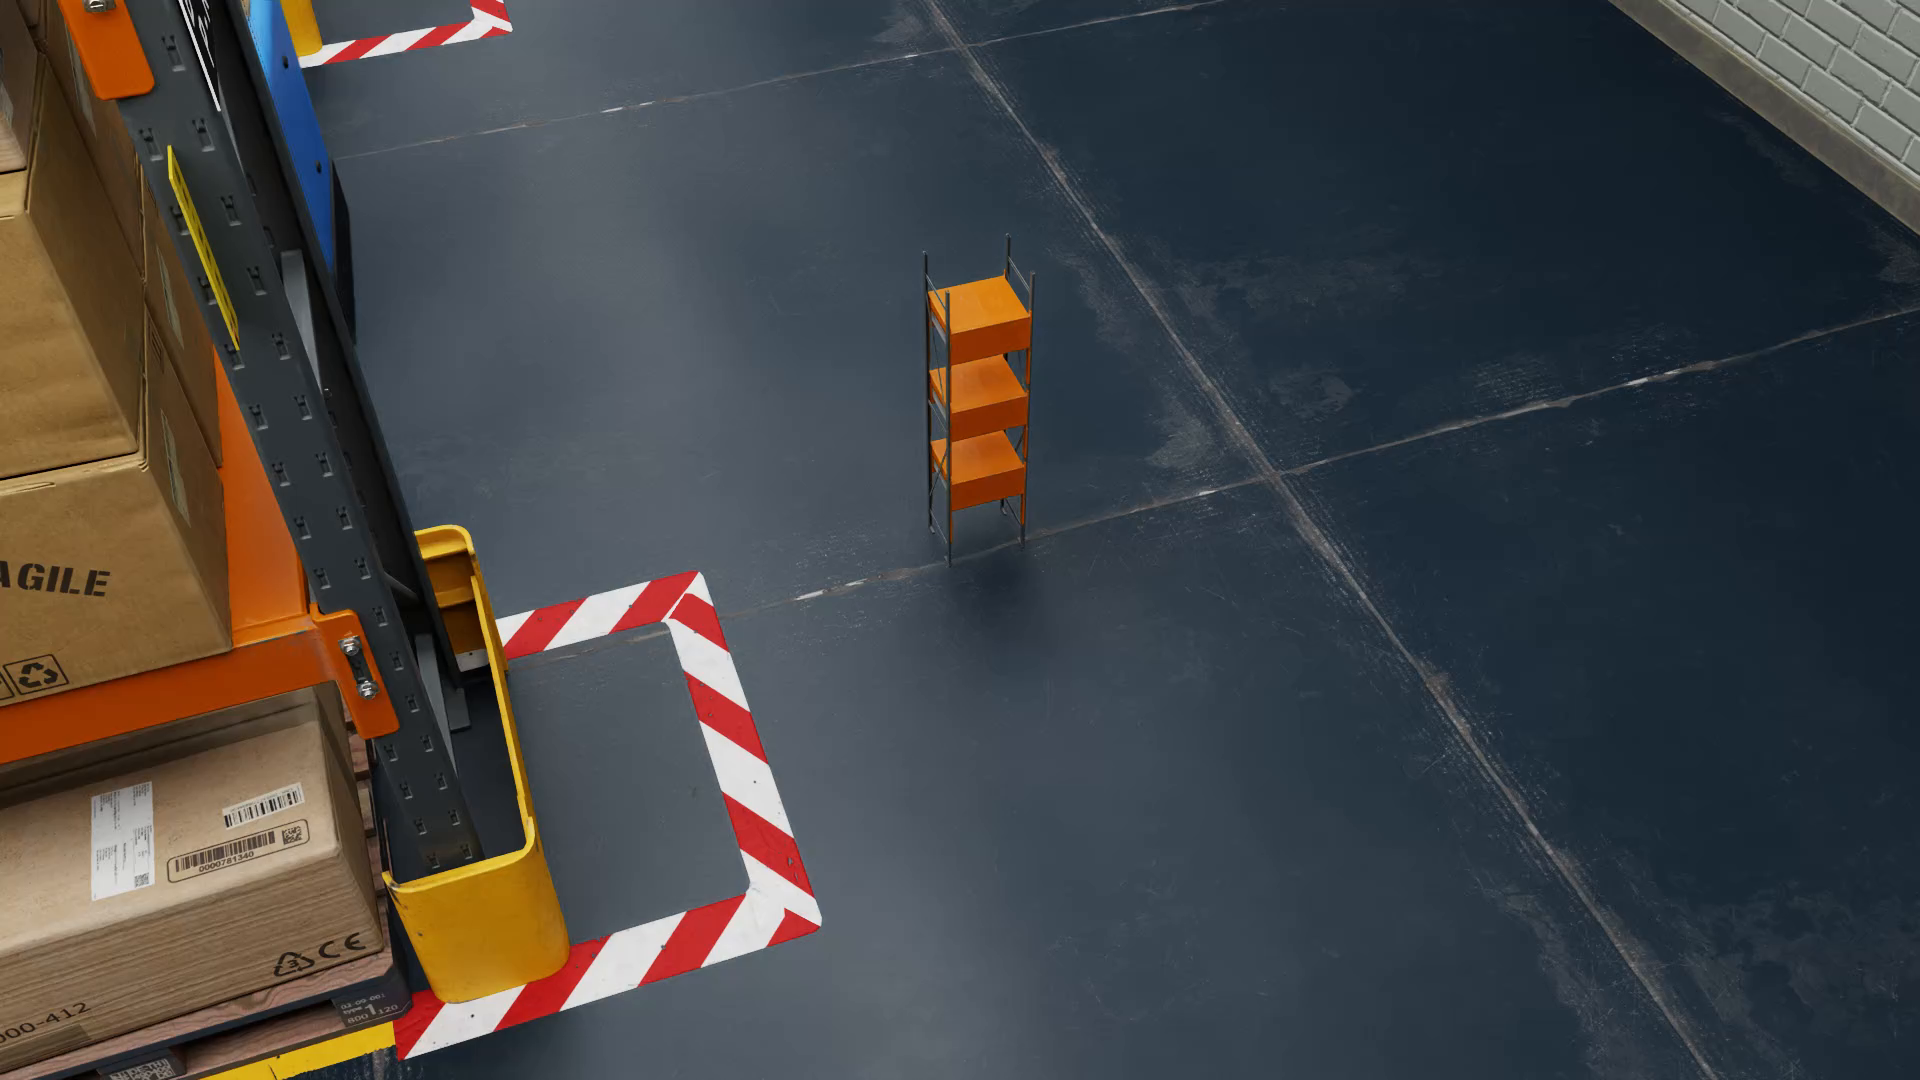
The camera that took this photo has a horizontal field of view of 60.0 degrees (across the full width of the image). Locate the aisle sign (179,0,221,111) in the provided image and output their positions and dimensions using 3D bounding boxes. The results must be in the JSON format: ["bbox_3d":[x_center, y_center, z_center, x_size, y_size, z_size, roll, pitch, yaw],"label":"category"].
[{"bbox_3d":[-1.178,-1.053,2.346,0.004,0.787,0.394,-14,47,-14],"label":"aisle sign"}]

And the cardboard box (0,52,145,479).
[{"bbox_3d":[-1.723,-0.438,2.792,0.500,0.500,0.500,-13,47,-13],"label":"cardboard box"}]

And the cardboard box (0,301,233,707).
[{"bbox_3d":[-1.715,-0.067,3.129,0.500,0.500,0.500,-14,47,-14],"label":"cardboard box"}]

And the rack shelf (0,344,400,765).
[{"bbox_3d":[-3.232,0.411,3.231,4.000,0.370,1.077,-14,47,-14],"label":"rack shelf"}]

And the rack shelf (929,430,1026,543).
[{"bbox_3d":[0.050,-0.180,5.095,0.240,0.259,0.215,-14,47,-14],"label":"rack shelf"}]

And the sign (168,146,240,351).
[{"bbox_3d":[-1.180,-0.452,2.598,0.005,0.325,0.100,-14,47,-14],"label":"sign"}]

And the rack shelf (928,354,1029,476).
[{"bbox_3d":[0.050,-0.376,4.898,0.240,0.259,0.215,-14,47,-14],"label":"rack shelf"}]

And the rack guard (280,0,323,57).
[{"bbox_3d":[-3.198,-2.697,7.585,0.348,0.500,1.175,-14,47,-14],"label":"rack guard"}]

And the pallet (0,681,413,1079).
[{"bbox_3d":[-2.076,0.904,4.200,1.213,0.211,1.003,-14,47,-14],"label":"pallet"}]

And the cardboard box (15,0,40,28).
[{"bbox_3d":[-1.779,-1.041,2.935,0.250,0.149,0.380,-13,47,-13],"label":"cardboard box"}]

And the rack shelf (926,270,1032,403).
[{"bbox_3d":[0.050,-0.576,4.697,0.240,0.259,0.215,-14,47,-14],"label":"rack shelf"}]

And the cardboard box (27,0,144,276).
[{"bbox_3d":[-1.899,-0.787,3.140,0.500,0.500,0.500,-15,47,-15],"label":"cardboard box"}]

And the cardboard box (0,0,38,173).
[{"bbox_3d":[-1.620,-0.722,2.617,0.250,0.149,0.380,-14,47,-13],"label":"cardboard box"}]

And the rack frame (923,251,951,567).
[{"bbox_3d":[-0.064,-0.354,4.862,0.008,1.050,0.200,-14,47,-14],"label":"rack frame"}]

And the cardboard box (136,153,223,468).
[{"bbox_3d":[-1.900,-0.436,3.496,0.500,0.500,0.500,-15,47,-14],"label":"cardboard box"}]

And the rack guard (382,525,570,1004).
[{"bbox_3d":[-1.328,0.552,4.347,0.348,0.500,1.175,-14,47,-14],"label":"rack guard"}]

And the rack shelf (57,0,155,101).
[{"bbox_3d":[-3.232,-0.648,2.169,4.000,0.370,1.077,-14,47,-14],"label":"rack shelf"}]

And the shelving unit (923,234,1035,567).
[{"bbox_3d":[0.050,-0.383,4.891,0.252,1.050,0.215,-14,47,-14],"label":"shelving unit"}]

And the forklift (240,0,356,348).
[{"bbox_3d":[-3.692,-1.660,4.835,3.031,2.935,1.130,-12,46,-11],"label":"forklift"}]

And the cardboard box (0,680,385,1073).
[{"bbox_3d":[-1.938,0.657,3.990,0.875,0.438,0.875,-16,47,-15],"label":"cardboard box"}]

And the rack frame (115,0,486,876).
[{"bbox_3d":[-1.351,-0.324,3.456,0.127,3.000,1.000,-14,47,-14],"label":"rack frame"}]

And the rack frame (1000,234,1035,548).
[{"bbox_3d":[0.165,-0.413,4.920,0.008,1.050,0.200,-14,47,-14],"label":"rack frame"}]
